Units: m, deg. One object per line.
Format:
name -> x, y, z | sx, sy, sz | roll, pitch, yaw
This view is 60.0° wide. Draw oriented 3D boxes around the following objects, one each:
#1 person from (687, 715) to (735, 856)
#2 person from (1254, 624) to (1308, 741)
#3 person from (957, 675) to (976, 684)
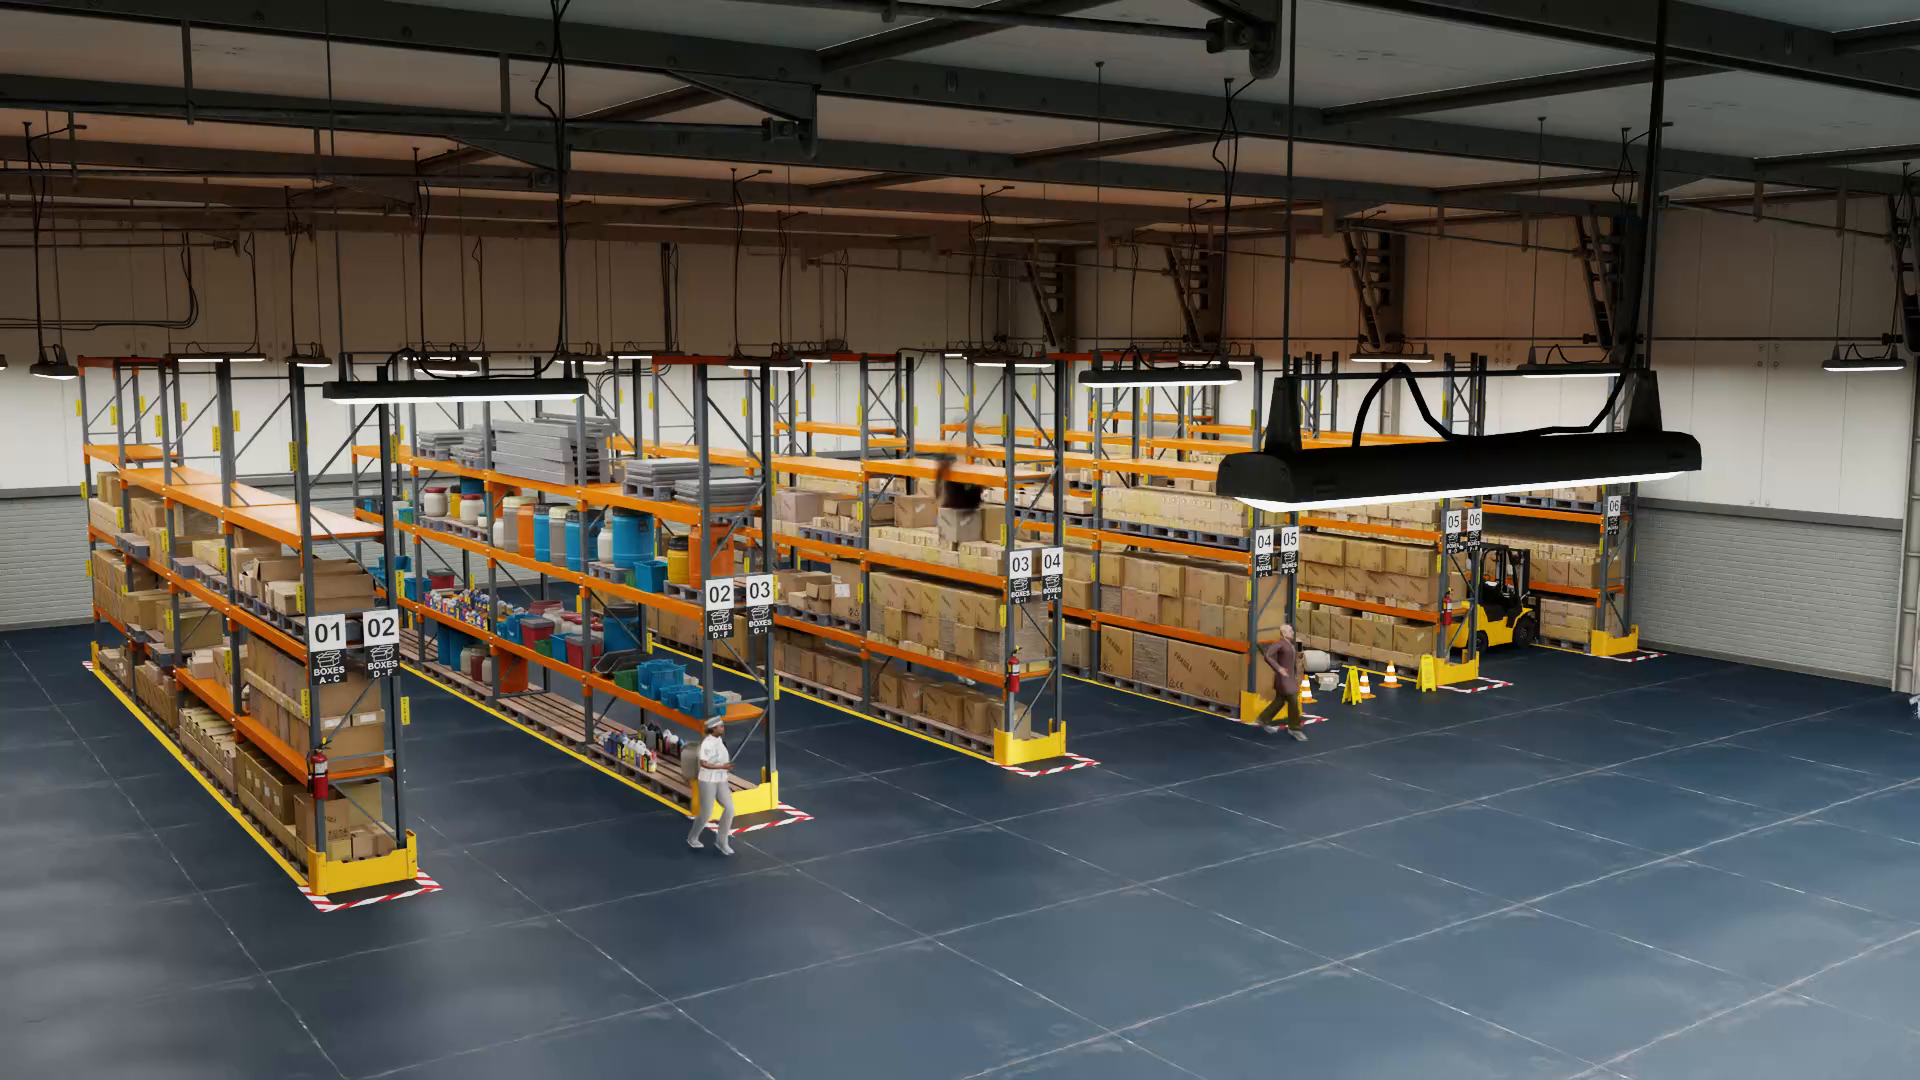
person -> -3.014, 3.026, 20.661 | 0.690, 1.677, 0.590 | 4, 8, 29
person -> 5.155, 2.252, 26.465 | 0.898, 1.846, 0.738 | 3, 8, 27
person -> 0.209, 1.789, 30.365 | 0.617, 1.736, 0.699 | 6, 9, 39
